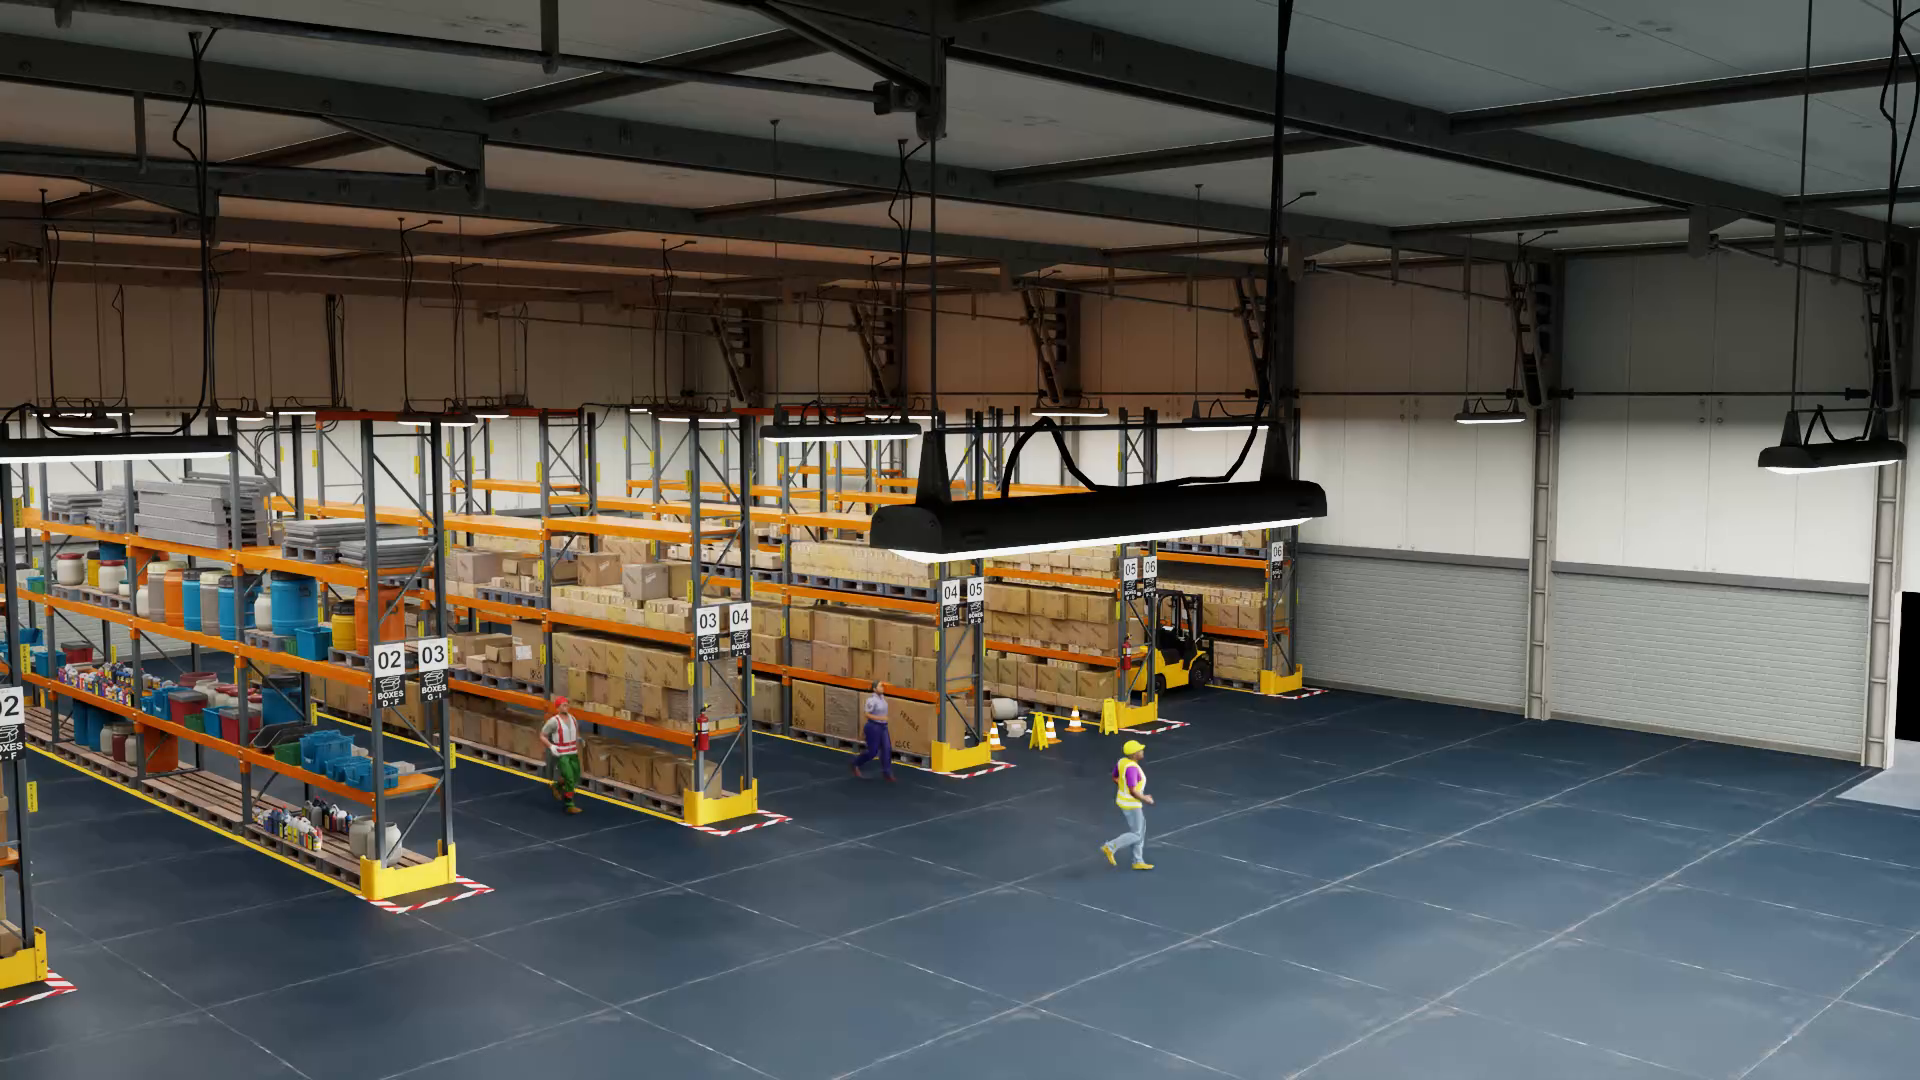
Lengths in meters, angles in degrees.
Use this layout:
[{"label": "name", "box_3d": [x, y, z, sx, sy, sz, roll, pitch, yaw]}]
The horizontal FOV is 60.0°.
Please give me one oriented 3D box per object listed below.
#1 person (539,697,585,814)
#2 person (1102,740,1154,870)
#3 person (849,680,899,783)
[{"label": "person", "box_3d": [-5.910, 3.240, 25.072, 0.547, 1.748, 0.663, 4, 6, 37]}, {"label": "person", "box_3d": [2.208, 3.522, 22.051, 0.772, 1.752, 0.705, -1, 5, -12]}, {"label": "person", "box_3d": [-1.385, 3.123, 27.148, 0.856, 1.686, 0.648, 2, 6, 24]}]
